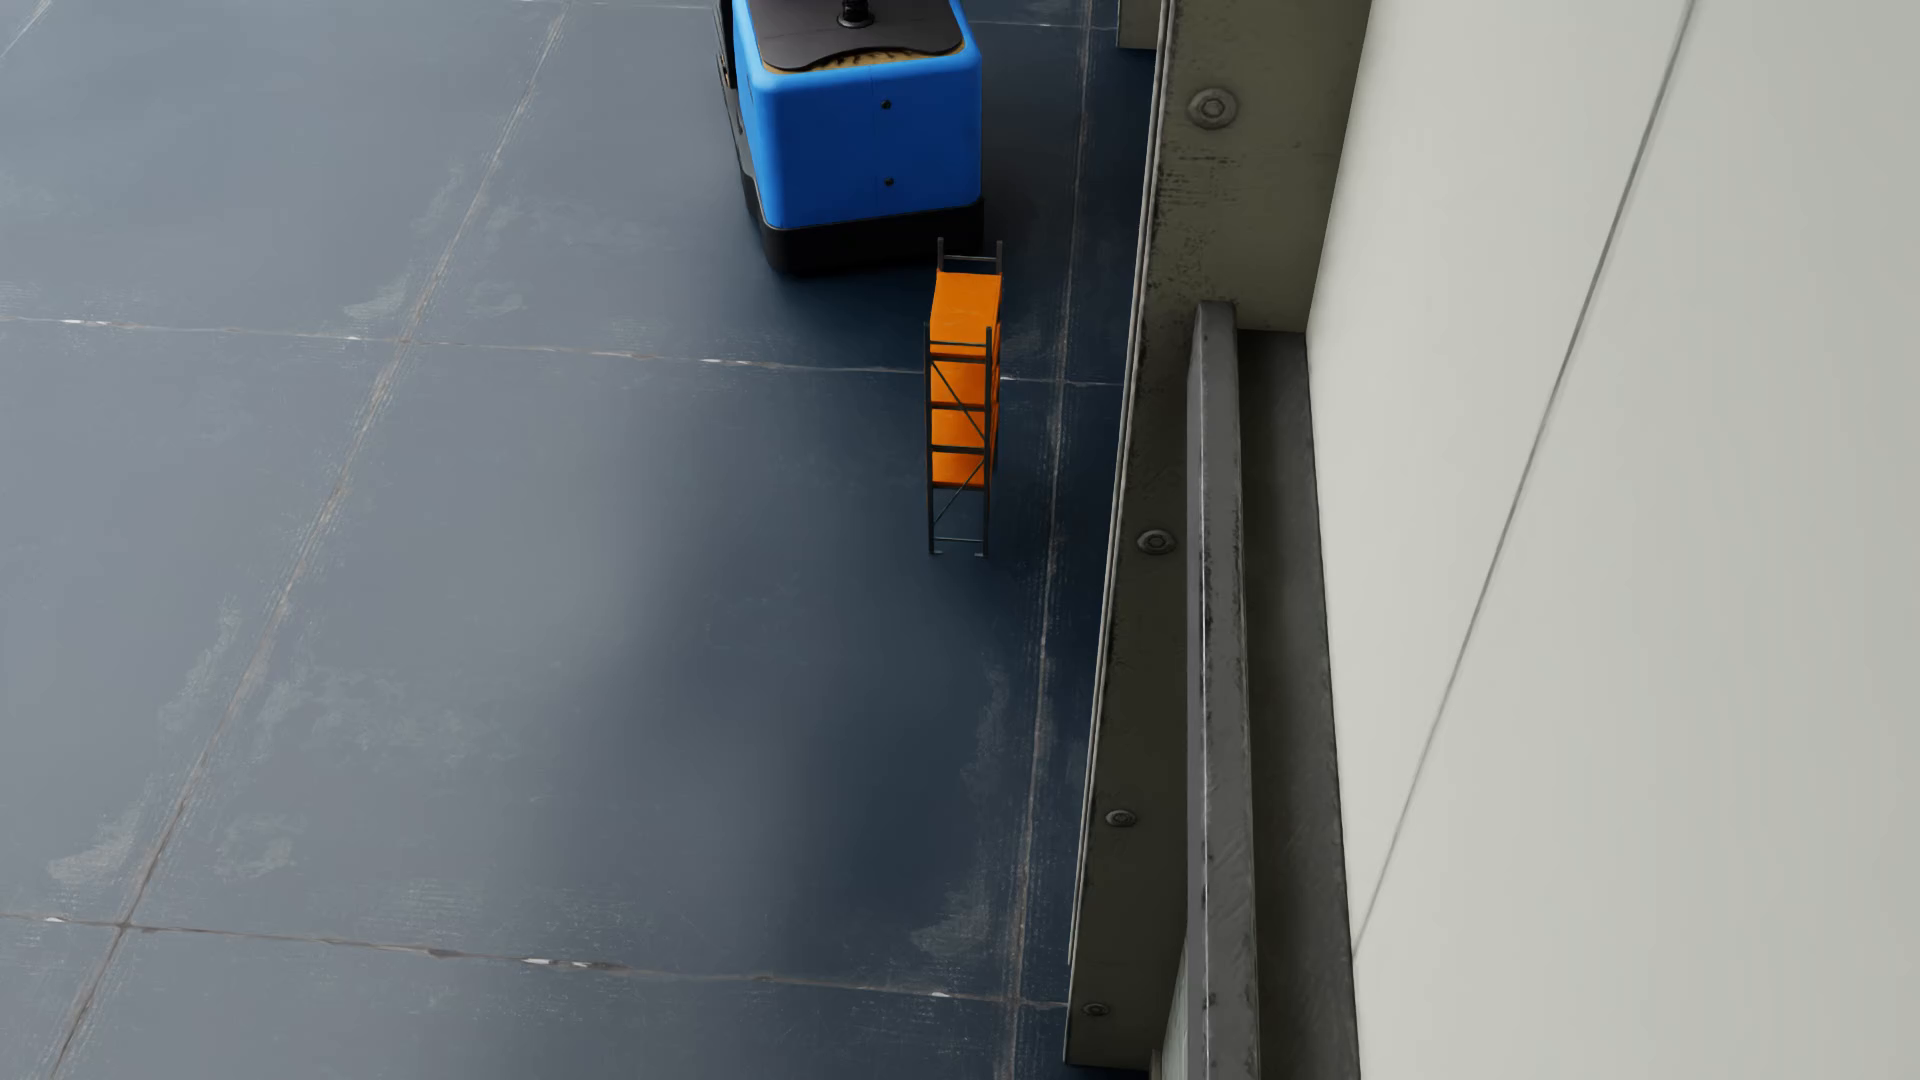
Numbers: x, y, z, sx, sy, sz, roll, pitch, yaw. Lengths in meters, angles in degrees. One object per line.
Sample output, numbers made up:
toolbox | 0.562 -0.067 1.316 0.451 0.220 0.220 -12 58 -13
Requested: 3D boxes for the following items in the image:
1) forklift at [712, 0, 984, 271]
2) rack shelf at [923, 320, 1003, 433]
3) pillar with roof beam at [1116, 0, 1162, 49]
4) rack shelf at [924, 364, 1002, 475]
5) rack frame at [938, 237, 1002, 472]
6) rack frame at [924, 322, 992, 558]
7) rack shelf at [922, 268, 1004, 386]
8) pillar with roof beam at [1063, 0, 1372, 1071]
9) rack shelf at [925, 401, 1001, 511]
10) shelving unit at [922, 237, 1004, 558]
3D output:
forklift | -0.700 -3.365 7.867 1.130 2.935 3.031 -9 48 -8
rack shelf | 0.015 -0.632 6.329 0.258 0.148 0.480 4 48 4
pillar with roof beam | -3.243 -6.216 6.363 9.100 9.000 0.400 4 48 4
rack shelf | 0.015 -0.481 6.494 0.258 0.148 0.480 4 48 4
rack frame | 0.037 -0.706 6.608 0.240 1.200 0.015 4 48 4
rack frame | -0.007 -0.347 6.280 0.240 1.200 0.015 4 48 4
rack shelf | 0.015 -0.792 6.154 0.258 0.148 0.480 4 48 4
pillar with roof beam | -3.790 -1.807 2.330 9.100 9.000 0.400 4 48 4
rack shelf | 0.015 -0.347 6.641 0.258 0.148 0.480 4 48 4
shelving unit | 0.015 -0.527 6.444 0.258 1.200 0.503 4 48 4
